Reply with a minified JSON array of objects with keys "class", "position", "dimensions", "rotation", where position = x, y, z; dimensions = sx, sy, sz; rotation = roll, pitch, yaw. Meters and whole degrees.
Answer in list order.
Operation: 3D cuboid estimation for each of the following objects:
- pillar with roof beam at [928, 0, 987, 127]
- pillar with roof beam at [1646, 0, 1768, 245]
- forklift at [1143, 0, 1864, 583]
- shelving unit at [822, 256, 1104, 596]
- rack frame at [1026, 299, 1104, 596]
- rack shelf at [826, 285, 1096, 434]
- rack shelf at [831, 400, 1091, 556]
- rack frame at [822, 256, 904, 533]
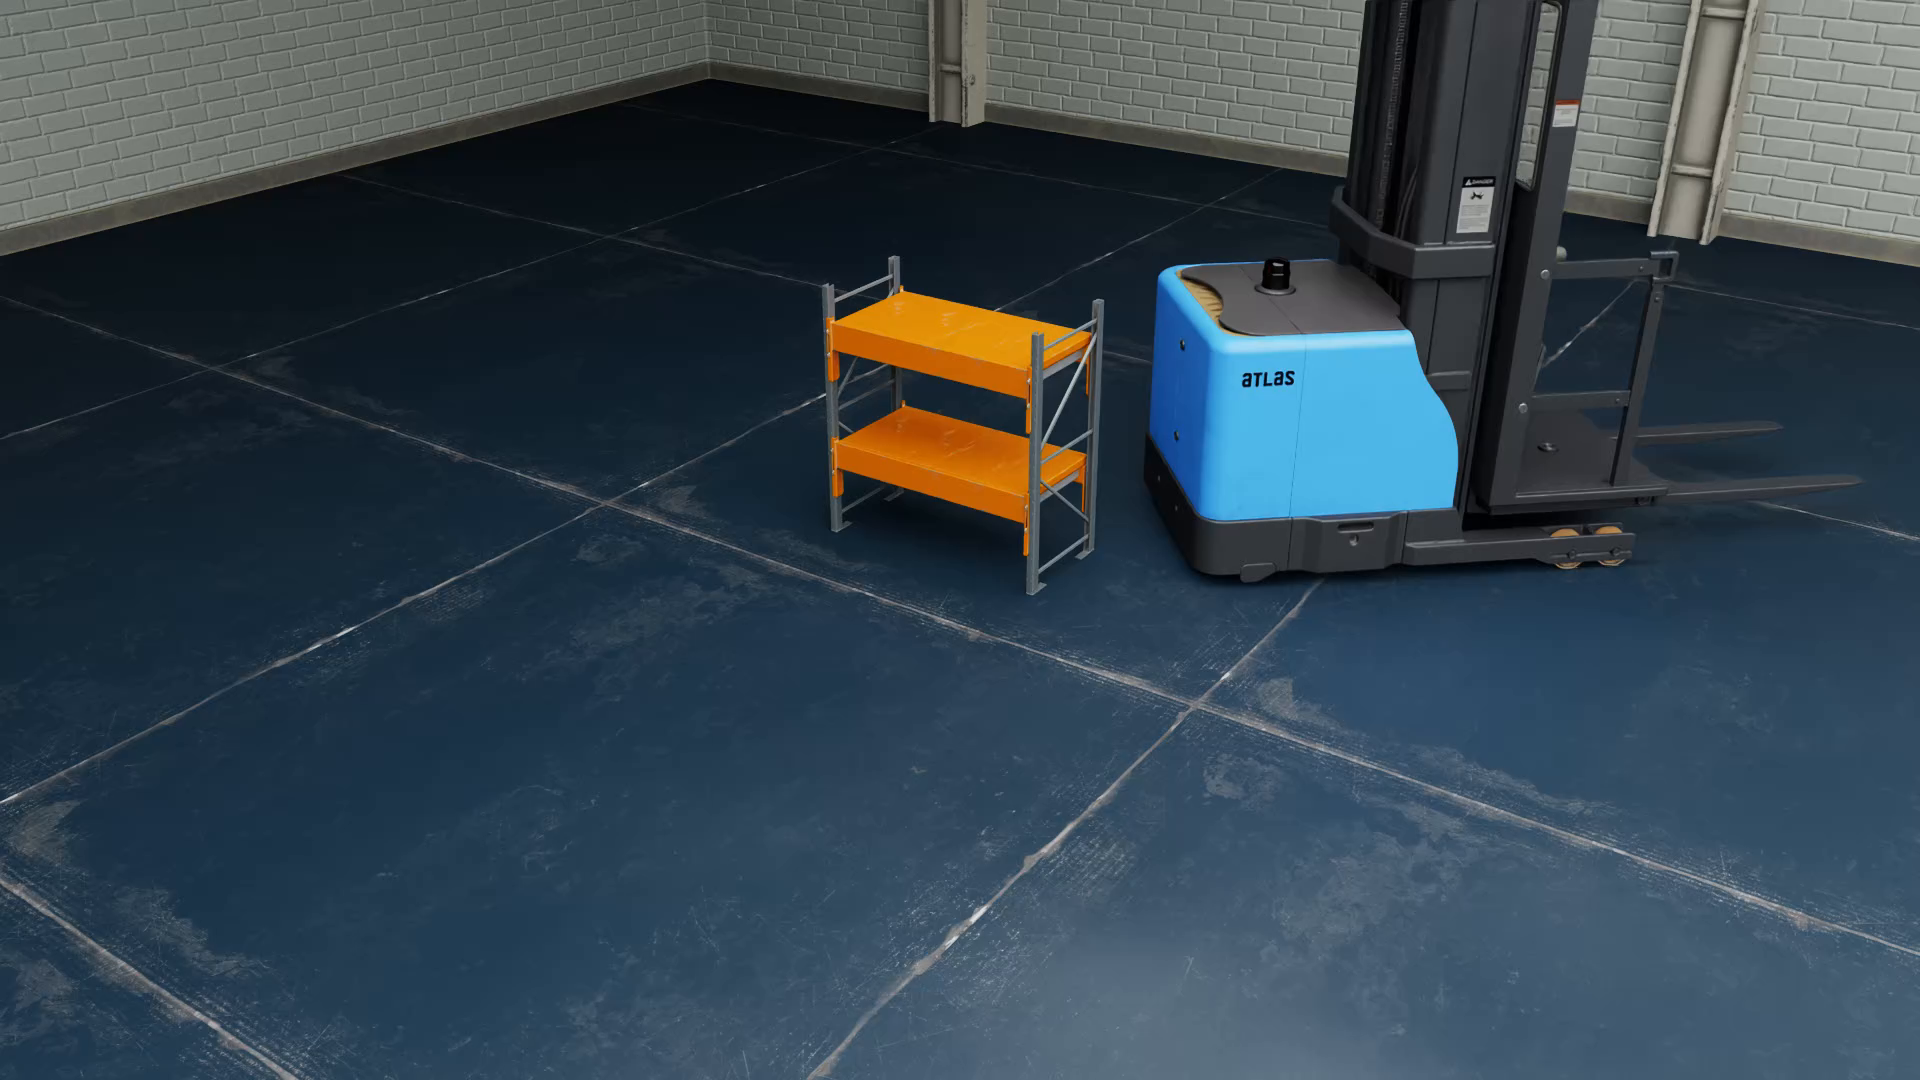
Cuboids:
[{"class":"pillar with roof beam","position":[-2.459,-6.023,9.163],"dimensions":[0.400,9.000,9.100],"rotation":[17,32,30]},{"class":"pillar with roof beam","position":[2.487,-4.482,6.135],"dimensions":[0.400,9.000,9.100],"rotation":[17,32,30]},{"class":"forklift","position":[2.401,-1.419,6.806],"dimensions":[3.031,2.935,1.130],"rotation":[-3,27,-7]},{"class":"shelving unit","position":[0.006,-0.500,6.991],"dimensions":[1.048,1.125,0.538],"rotation":[17,32,30]},{"class":"rack frame","position":[0.425,-0.369,6.735],"dimensions":[0.032,1.125,0.500],"rotation":[17,32,30]},{"class":"rack shelf","position":[0.006,-0.760,6.859],"dimensions":[1.000,0.278,0.538],"rotation":[17,32,30]},{"class":"rack shelf","position":[0.006,-0.282,7.102],"dimensions":[1.000,0.278,0.538],"rotation":[17,32,30]},{"class":"rack frame","position":[-0.413,-0.630,7.248],"dimensions":[0.032,1.125,0.500],"rotation":[17,32,30]}]
